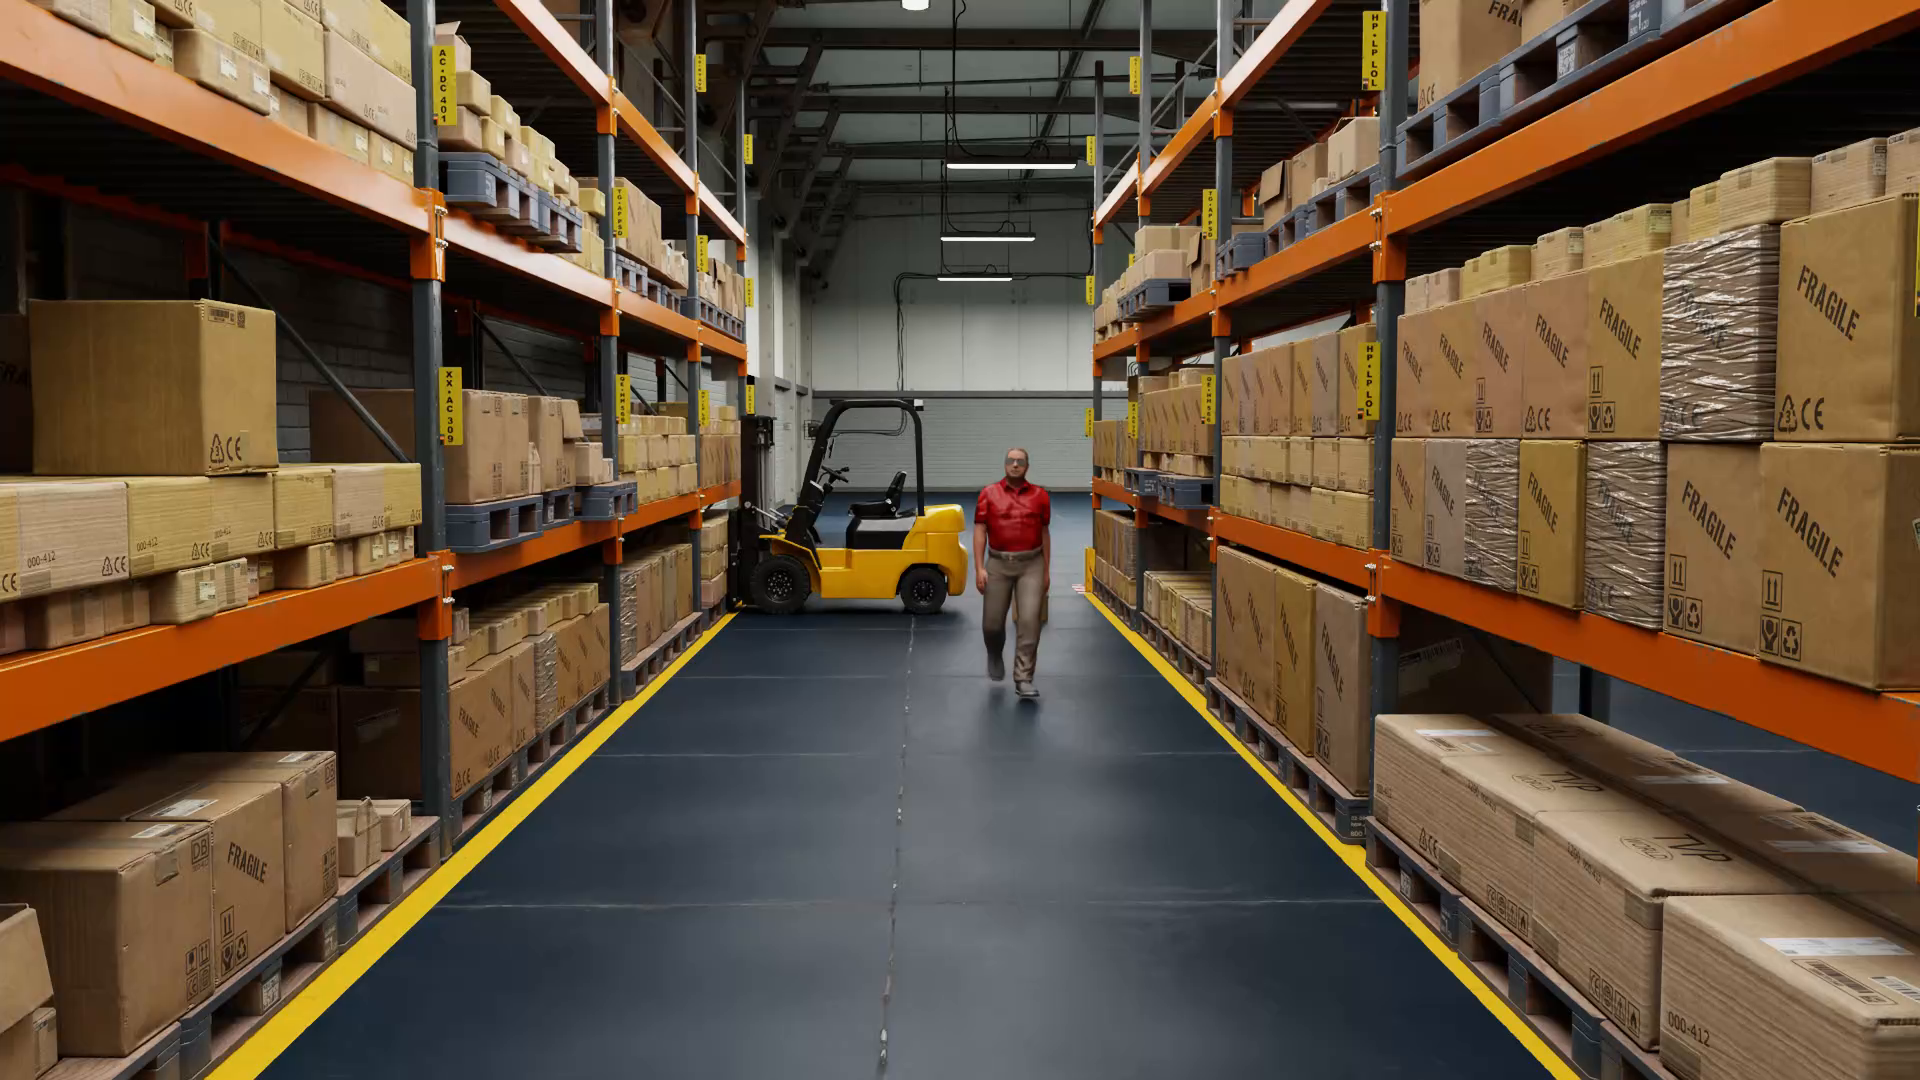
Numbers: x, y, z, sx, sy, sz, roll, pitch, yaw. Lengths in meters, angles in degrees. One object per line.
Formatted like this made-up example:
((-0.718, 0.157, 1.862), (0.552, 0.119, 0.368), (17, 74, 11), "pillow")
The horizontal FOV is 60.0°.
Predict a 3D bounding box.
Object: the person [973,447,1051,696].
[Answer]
((0.361, 0.204, 11.533), (0.542, 1.694, 0.789), (0, 4, -2), "person")
